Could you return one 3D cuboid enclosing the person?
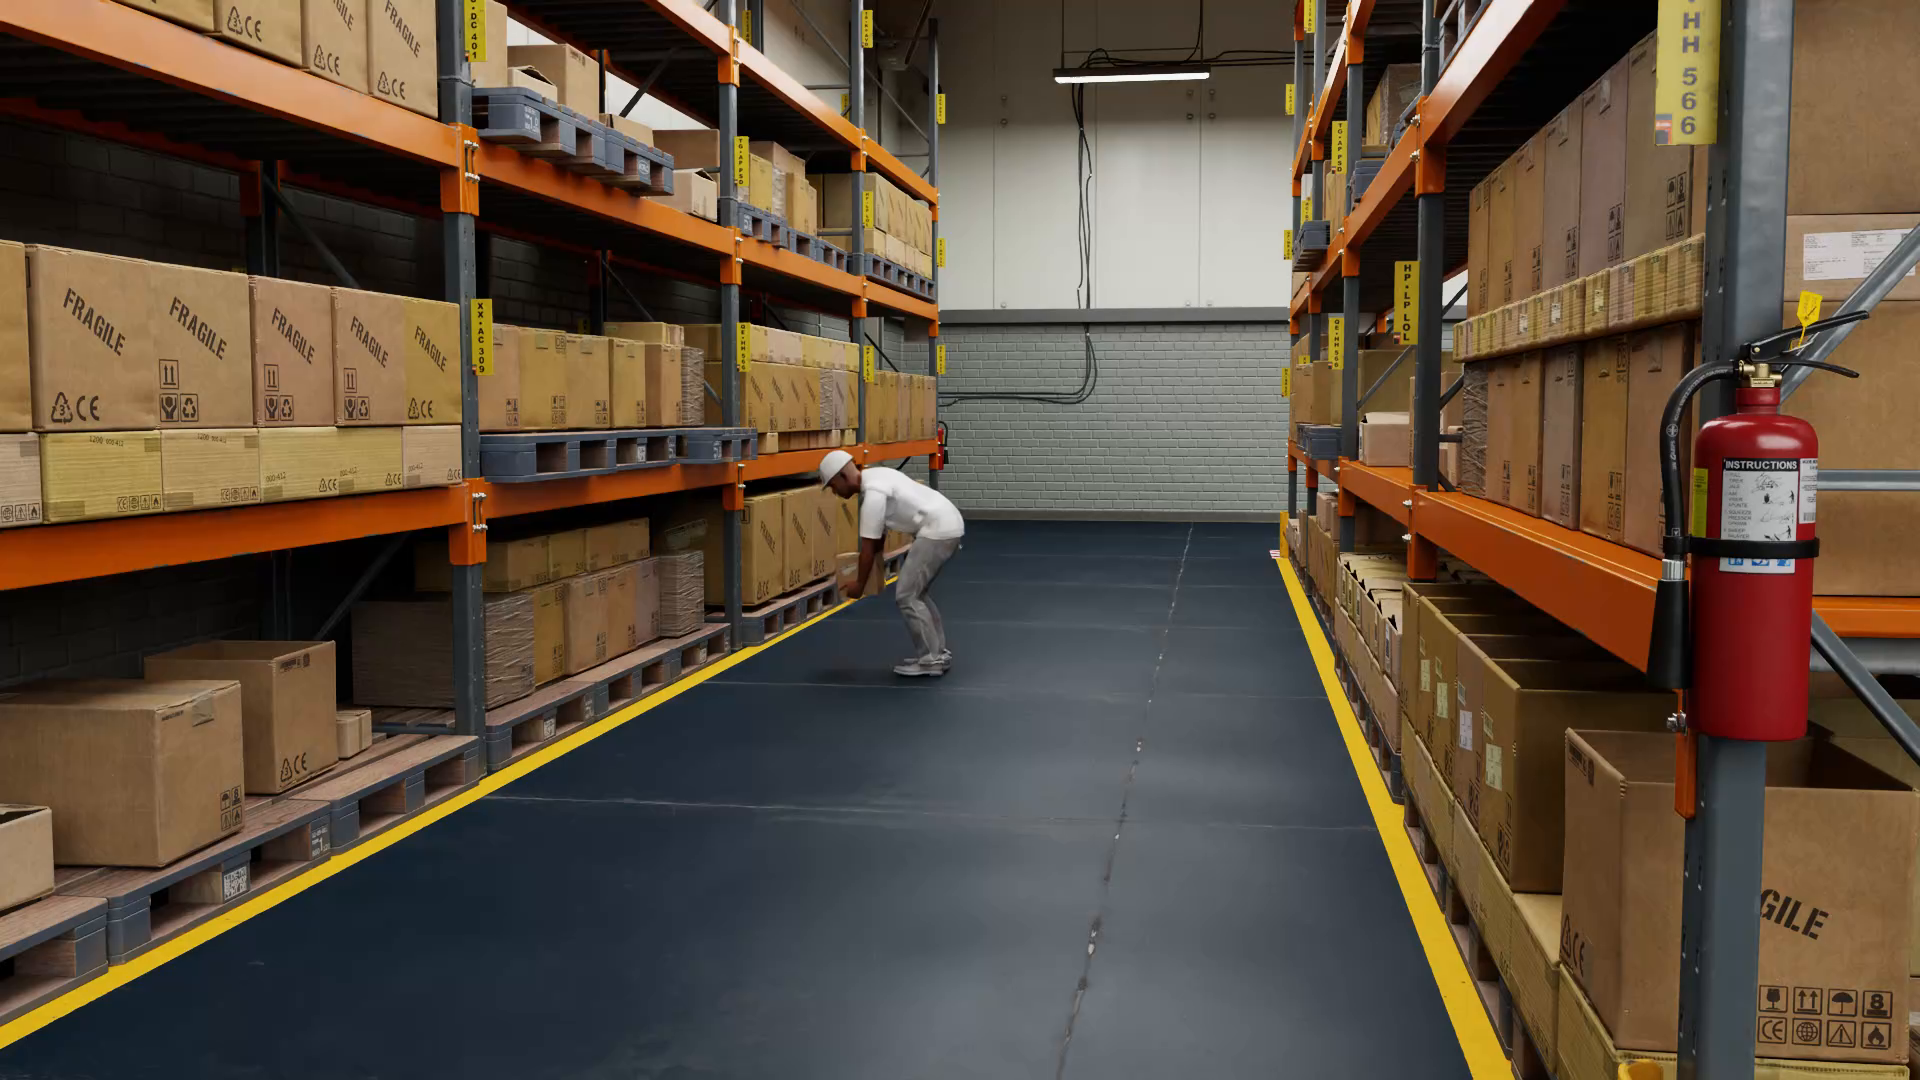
[{"bbox_3d":[-0.422,0.134,10.269,0.898,1.376,0.490,1,4,7],"label":"person"}]
